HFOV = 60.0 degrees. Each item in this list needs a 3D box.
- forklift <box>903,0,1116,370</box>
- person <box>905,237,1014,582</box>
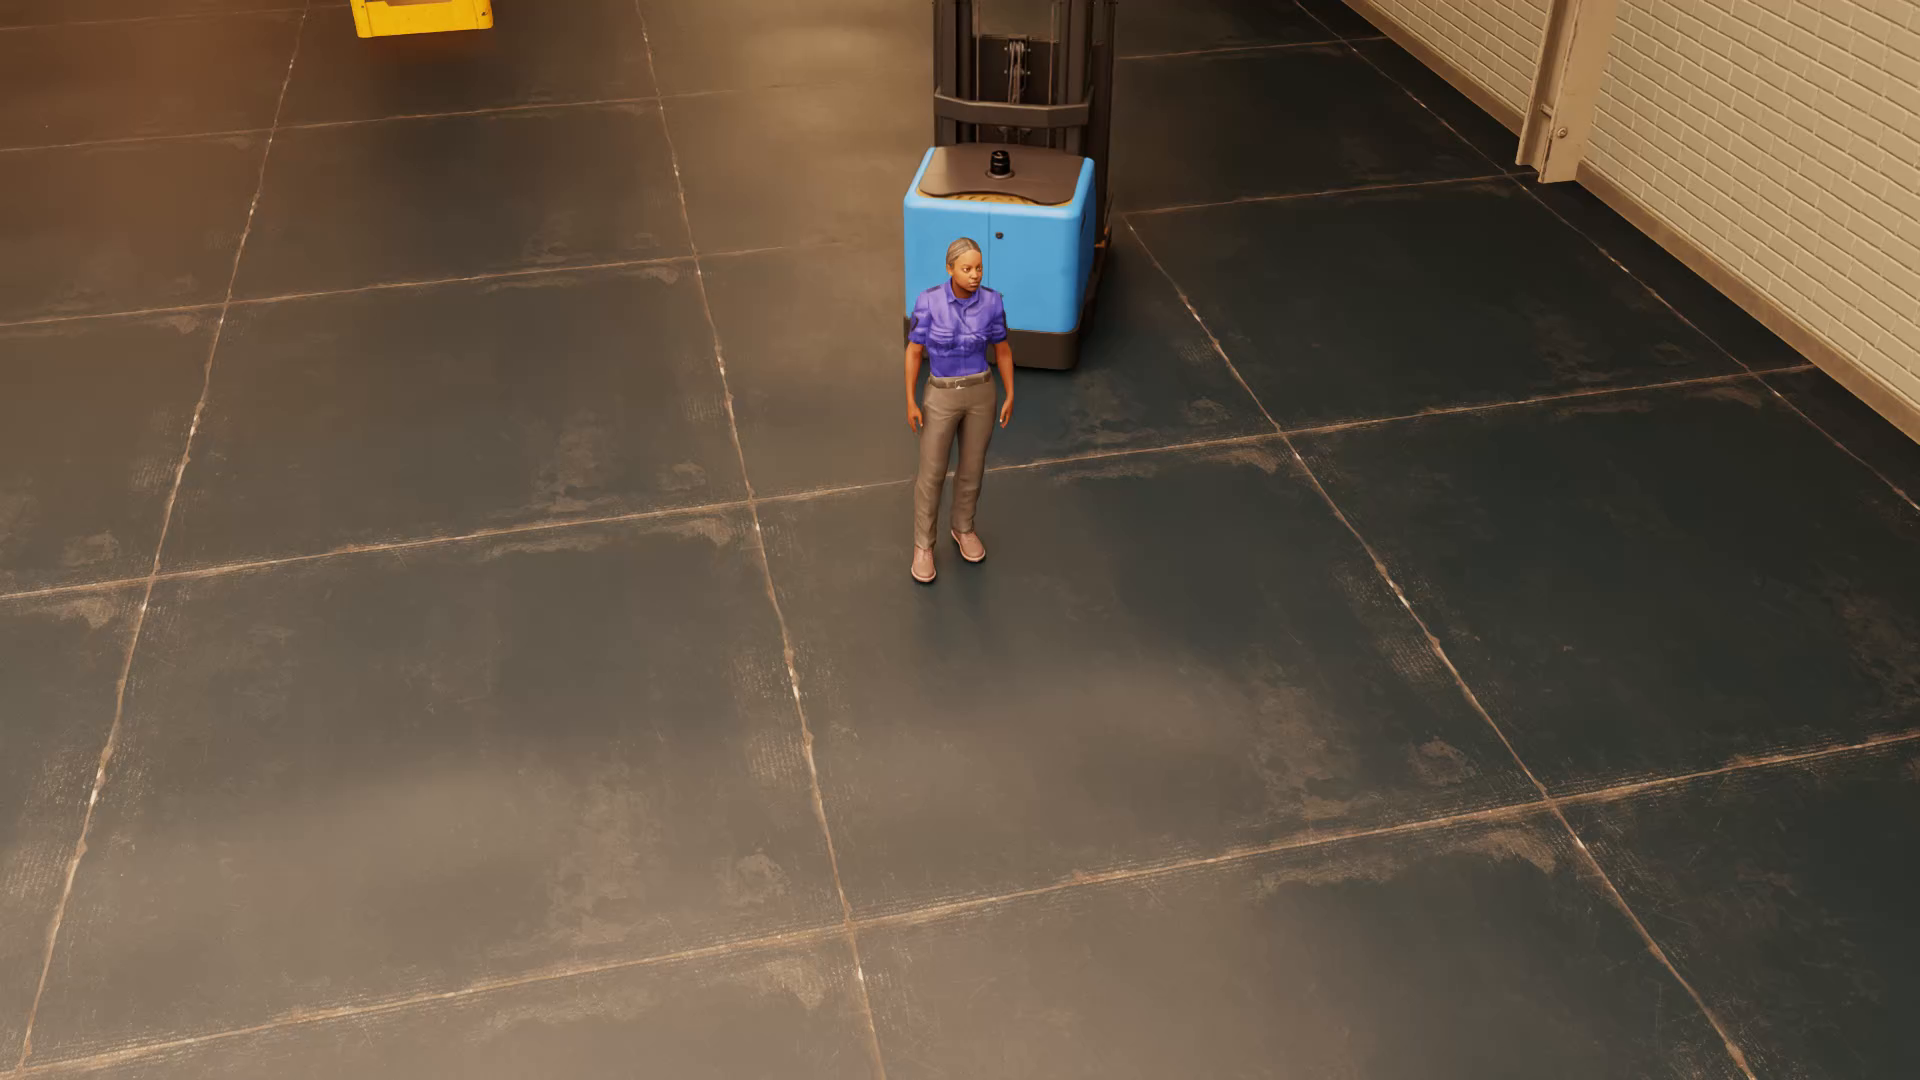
[{"bbox_3d":[0.423,-3.052,10.291,1.130,2.935,3.031,6,36,8],"label":"forklift"},{"bbox_3d":[0.001,-0.625,7.999,0.570,1.656,0.503,-8,36,-11],"label":"person"}]
